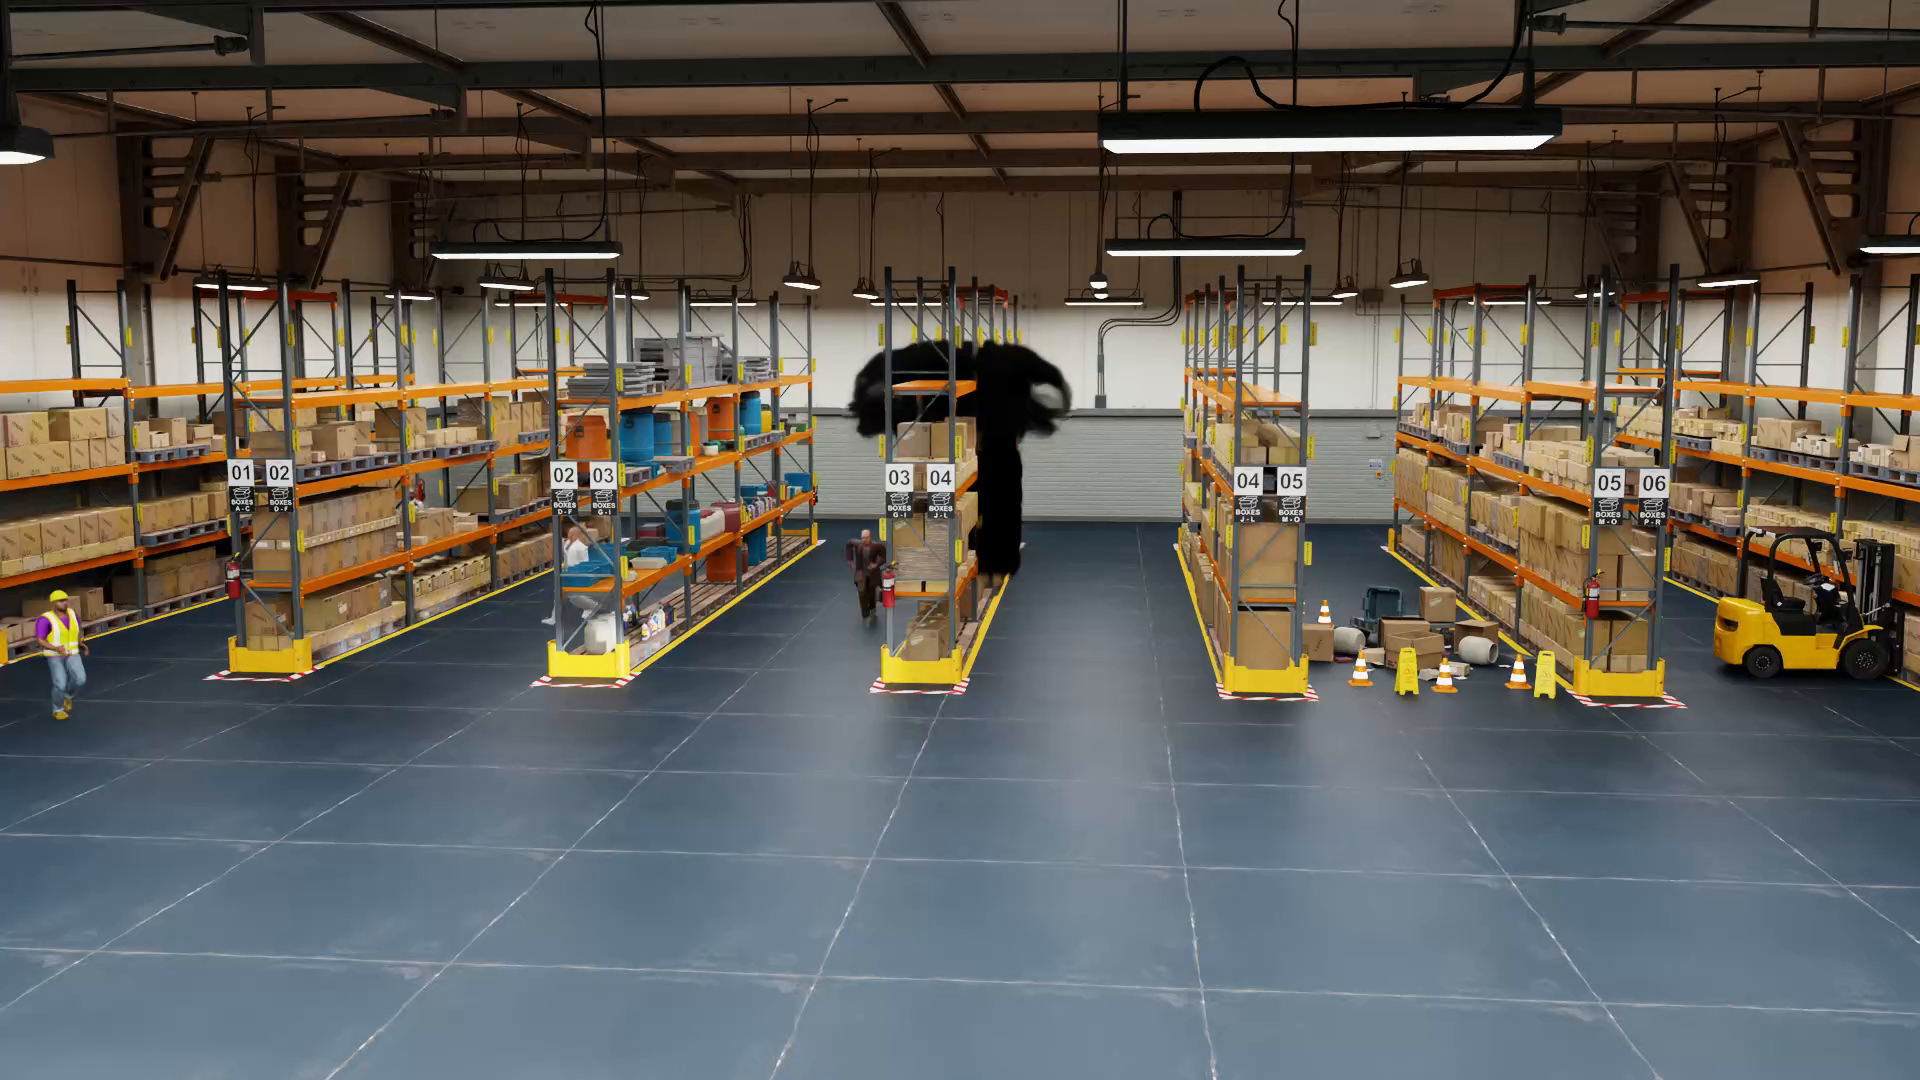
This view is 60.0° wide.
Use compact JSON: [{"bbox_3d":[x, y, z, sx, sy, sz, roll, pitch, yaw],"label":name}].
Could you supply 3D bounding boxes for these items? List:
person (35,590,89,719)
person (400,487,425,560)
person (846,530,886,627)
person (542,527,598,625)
[{"bbox_3d":[-11.740,1.503,21.820,0.639,1.714,0.688,4,8,31],"label":"person"},{"bbox_3d":[-12.366,-0.383,37.599,0.562,1.655,0.589,-1,7,-5],"label":"person"},{"bbox_3d":[-1.627,0.641,29.284,0.753,1.744,1.055,0,7,4],"label":"person"},{"bbox_3d":[-6.721,0.632,28.920,0.752,1.735,1.039,6,9,41],"label":"person"}]
